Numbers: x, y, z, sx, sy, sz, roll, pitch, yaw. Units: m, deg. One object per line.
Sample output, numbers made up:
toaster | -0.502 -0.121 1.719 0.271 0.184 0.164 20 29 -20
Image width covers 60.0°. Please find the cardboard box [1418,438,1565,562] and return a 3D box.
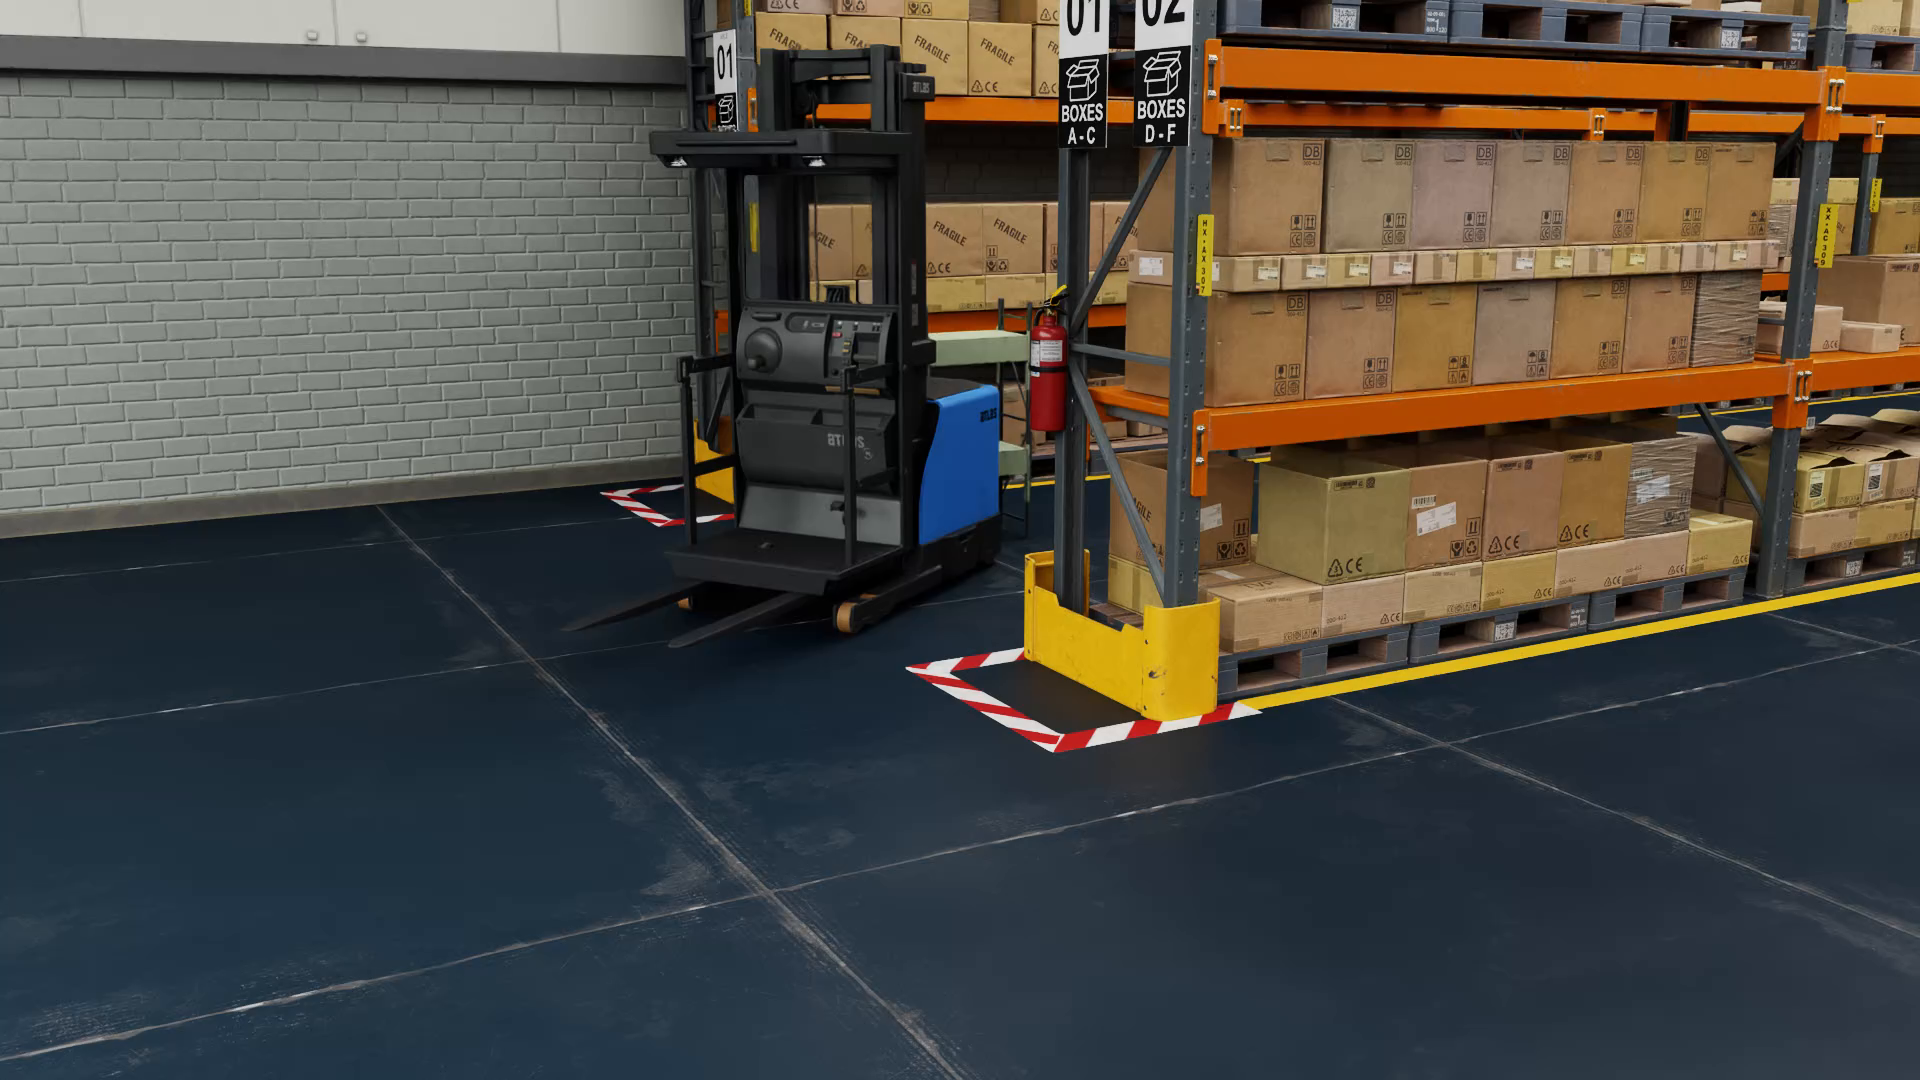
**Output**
cardboard box | 2.636 -0.212 8.316 0.500 0.500 0.500 -7 14 -28

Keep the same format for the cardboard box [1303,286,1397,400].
cardboard box | 1.615 -0.963 7.829 0.500 0.500 0.700 -6 14 -26

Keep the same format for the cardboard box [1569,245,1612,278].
cardboard box | 3.000 -1.394 8.268 0.250 0.149 0.380 -6 14 -26

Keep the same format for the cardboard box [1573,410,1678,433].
cardboard box | 3.694 -0.473 9.478 0.500 0.500 0.500 -7 14 -28

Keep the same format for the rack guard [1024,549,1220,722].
rack guard | 0.719 0.410 7.646 0.348 0.500 1.175 -7 14 -28

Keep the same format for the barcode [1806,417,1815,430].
barcode | 4.675 -0.642 9.137 0.075 0.075 0.001 -7 14 -28

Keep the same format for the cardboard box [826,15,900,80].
cardboard box | -0.735 -3.324 11.444 0.500 0.500 0.500 -6 14 -24

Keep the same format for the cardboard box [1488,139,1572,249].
cardboard box | 2.543 -1.708 8.183 0.500 0.500 0.700 -7 14 -28

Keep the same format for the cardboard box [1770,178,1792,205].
cardboard box | 7.708 -3.394 16.198 0.500 0.250 0.500 -7 14 -27

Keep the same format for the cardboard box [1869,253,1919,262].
cardboard box | 5.835 -1.467 10.068 0.500 0.500 0.500 -7 14 -28

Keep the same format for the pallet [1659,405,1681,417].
pallet | 6.114 -1.315 15.973 1.213 0.211 1.003 -7 14 -28

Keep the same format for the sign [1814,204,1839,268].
sign | 4.519 -1.587 8.675 0.005 0.325 0.100 -7 14 -28

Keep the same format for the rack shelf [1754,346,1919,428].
rack shelf | 6.007 -1.092 10.267 4.000 0.370 1.077 -7 14 -28

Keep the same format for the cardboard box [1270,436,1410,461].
cardboard box | 1.939 -0.263 8.542 0.500 0.500 0.500 -7 14 -28

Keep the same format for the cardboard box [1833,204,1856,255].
cardboard box | 8.612 -3.135 16.755 0.500 0.500 0.500 -7 15 -29

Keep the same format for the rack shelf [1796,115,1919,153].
rack shelf | 10.652 -4.351 17.917 4.000 0.370 1.077 -7 14 -28

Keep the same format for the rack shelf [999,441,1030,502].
rack shelf | 0.027 -0.426 10.571 0.720 0.370 0.431 -7 14 -28

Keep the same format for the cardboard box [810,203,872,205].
cardboard box | -0.878 -2.210 12.185 0.500 0.500 0.500 -7 14 -27

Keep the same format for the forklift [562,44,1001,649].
forklift | -0.873 -1.060 8.644 1.130 2.935 3.031 6 14 26

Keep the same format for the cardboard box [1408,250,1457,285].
cardboard box | 2.093 -1.285 7.784 0.250 0.149 0.380 -7 15 -30

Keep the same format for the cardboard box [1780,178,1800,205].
cardboard box | 8.156 -3.447 16.437 0.500 0.250 0.500 -6 14 -27

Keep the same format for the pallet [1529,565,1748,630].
pallet | 3.533 0.204 9.223 1.213 0.211 1.003 -7 14 -28

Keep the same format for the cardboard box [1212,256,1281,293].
cardboard box | 1.188 -1.177 7.300 0.250 0.149 0.380 -7 14 -28

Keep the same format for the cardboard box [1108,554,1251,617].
cardboard box | 1.070 0.212 8.143 0.500 0.250 0.500 -7 14 -28

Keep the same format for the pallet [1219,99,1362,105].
pallet | 2.468 -3.603 13.382 1.003 0.211 1.213 -7 14 -28

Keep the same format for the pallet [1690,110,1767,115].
pallet | 6.905 -4.175 15.926 1.213 0.211 1.003 -6 14 -25

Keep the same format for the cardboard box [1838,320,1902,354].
cardboard box | 5.127 -1.164 9.520 0.250 0.149 0.380 -7 14 -28

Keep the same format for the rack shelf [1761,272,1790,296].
rack shelf | 7.141 -2.467 16.377 4.000 0.370 1.077 -7 14 -28

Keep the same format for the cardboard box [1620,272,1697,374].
cardboard box | 3.405 -1.176 8.777 0.500 0.500 0.700 -7 14 -28

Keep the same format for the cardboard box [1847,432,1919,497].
cardboard box | 5.629 -0.471 9.900 0.500 0.311 0.500 -7 15 -30

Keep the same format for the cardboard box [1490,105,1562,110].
cardboard box | 4.883 -3.909 14.474 0.500 0.311 0.500 -7 14 -28

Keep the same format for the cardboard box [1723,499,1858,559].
cardboard box | 4.724 -0.090 9.485 0.500 0.250 0.500 -7 15 -29

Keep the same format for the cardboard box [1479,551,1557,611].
cardboard box | 2.635 0.154 8.399 0.500 0.250 0.500 -7 14 -28

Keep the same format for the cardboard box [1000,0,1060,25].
cardboard box | 0.635 -3.975 12.056 0.500 0.500 0.500 -7 15 -30

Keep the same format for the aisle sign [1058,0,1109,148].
aisle sign | 0.542 -2.129 7.319 0.004 0.787 0.394 -7 14 -28

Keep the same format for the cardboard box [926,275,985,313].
cardboard box | -0.157 -1.802 12.082 0.500 0.250 0.500 -7 15 -29

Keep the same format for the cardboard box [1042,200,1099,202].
cardboard box | 0.906 -2.426 13.146 0.500 0.500 0.500 -7 14 -28

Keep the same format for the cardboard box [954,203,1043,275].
cardboard box | 0.269 -2.220 12.231 0.500 0.500 0.500 -6 14 -26

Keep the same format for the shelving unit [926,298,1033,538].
shelving unit | 0.027 -0.744 10.500 0.755 1.500 0.431 -7 14 -28

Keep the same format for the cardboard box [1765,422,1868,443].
cardboard box | 5.362 -0.575 10.362 0.500 0.311 0.500 -7 14 -28

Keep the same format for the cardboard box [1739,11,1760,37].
cardboard box | 7.584 -4.993 16.192 0.500 0.250 0.500 -7 15 -30

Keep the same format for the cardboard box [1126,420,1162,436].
cardboard box | 1.419 -0.957 13.480 0.250 0.166 0.380 -9 16 -35

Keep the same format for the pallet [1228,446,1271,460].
pallet | 2.557 -0.908 14.165 1.213 0.211 1.003 -7 14 -28

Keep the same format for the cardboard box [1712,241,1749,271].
cardboard box | 3.897 -1.502 8.746 0.250 0.149 0.380 -7 15 -29

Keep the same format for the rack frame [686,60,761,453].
rack frame | -1.636 -1.766 11.623 0.127 3.000 1.000 -7 14 -28

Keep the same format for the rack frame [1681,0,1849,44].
rack frame | 4.251 -4.159 8.594 0.127 3.000 1.000 -7 14 -28

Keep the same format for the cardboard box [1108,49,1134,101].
cardboard box | 1.100 -3.557 12.478 0.500 0.500 0.500 -8 15 -33

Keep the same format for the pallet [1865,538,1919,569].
pallet | 5.952 -0.086 10.511 1.213 0.211 1.003 -7 14 -28
